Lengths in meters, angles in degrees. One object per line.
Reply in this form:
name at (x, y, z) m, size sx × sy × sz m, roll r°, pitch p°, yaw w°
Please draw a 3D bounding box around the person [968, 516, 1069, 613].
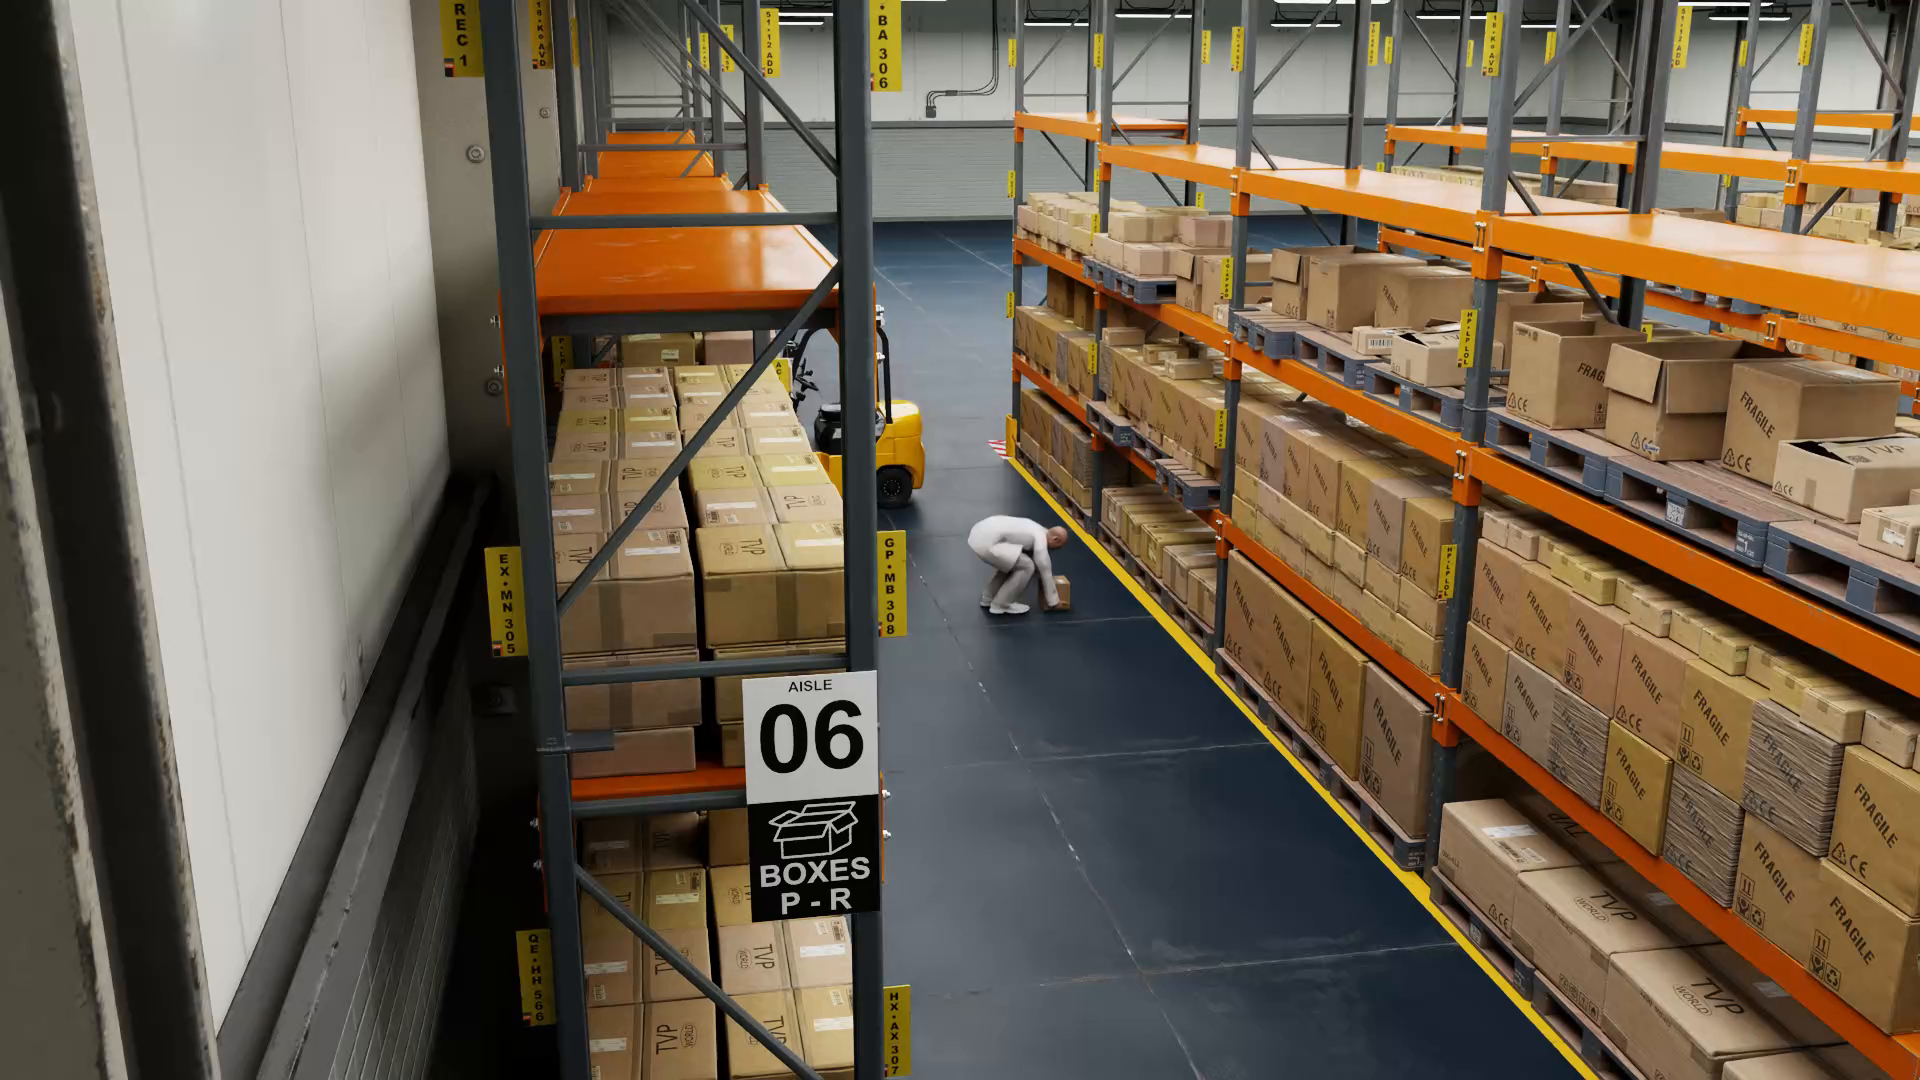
person at (0.543, 0.213, 15.440) m, size 0.952 × 0.911 × 0.590 m, roll -4°, pitch 17°, yaw -13°
